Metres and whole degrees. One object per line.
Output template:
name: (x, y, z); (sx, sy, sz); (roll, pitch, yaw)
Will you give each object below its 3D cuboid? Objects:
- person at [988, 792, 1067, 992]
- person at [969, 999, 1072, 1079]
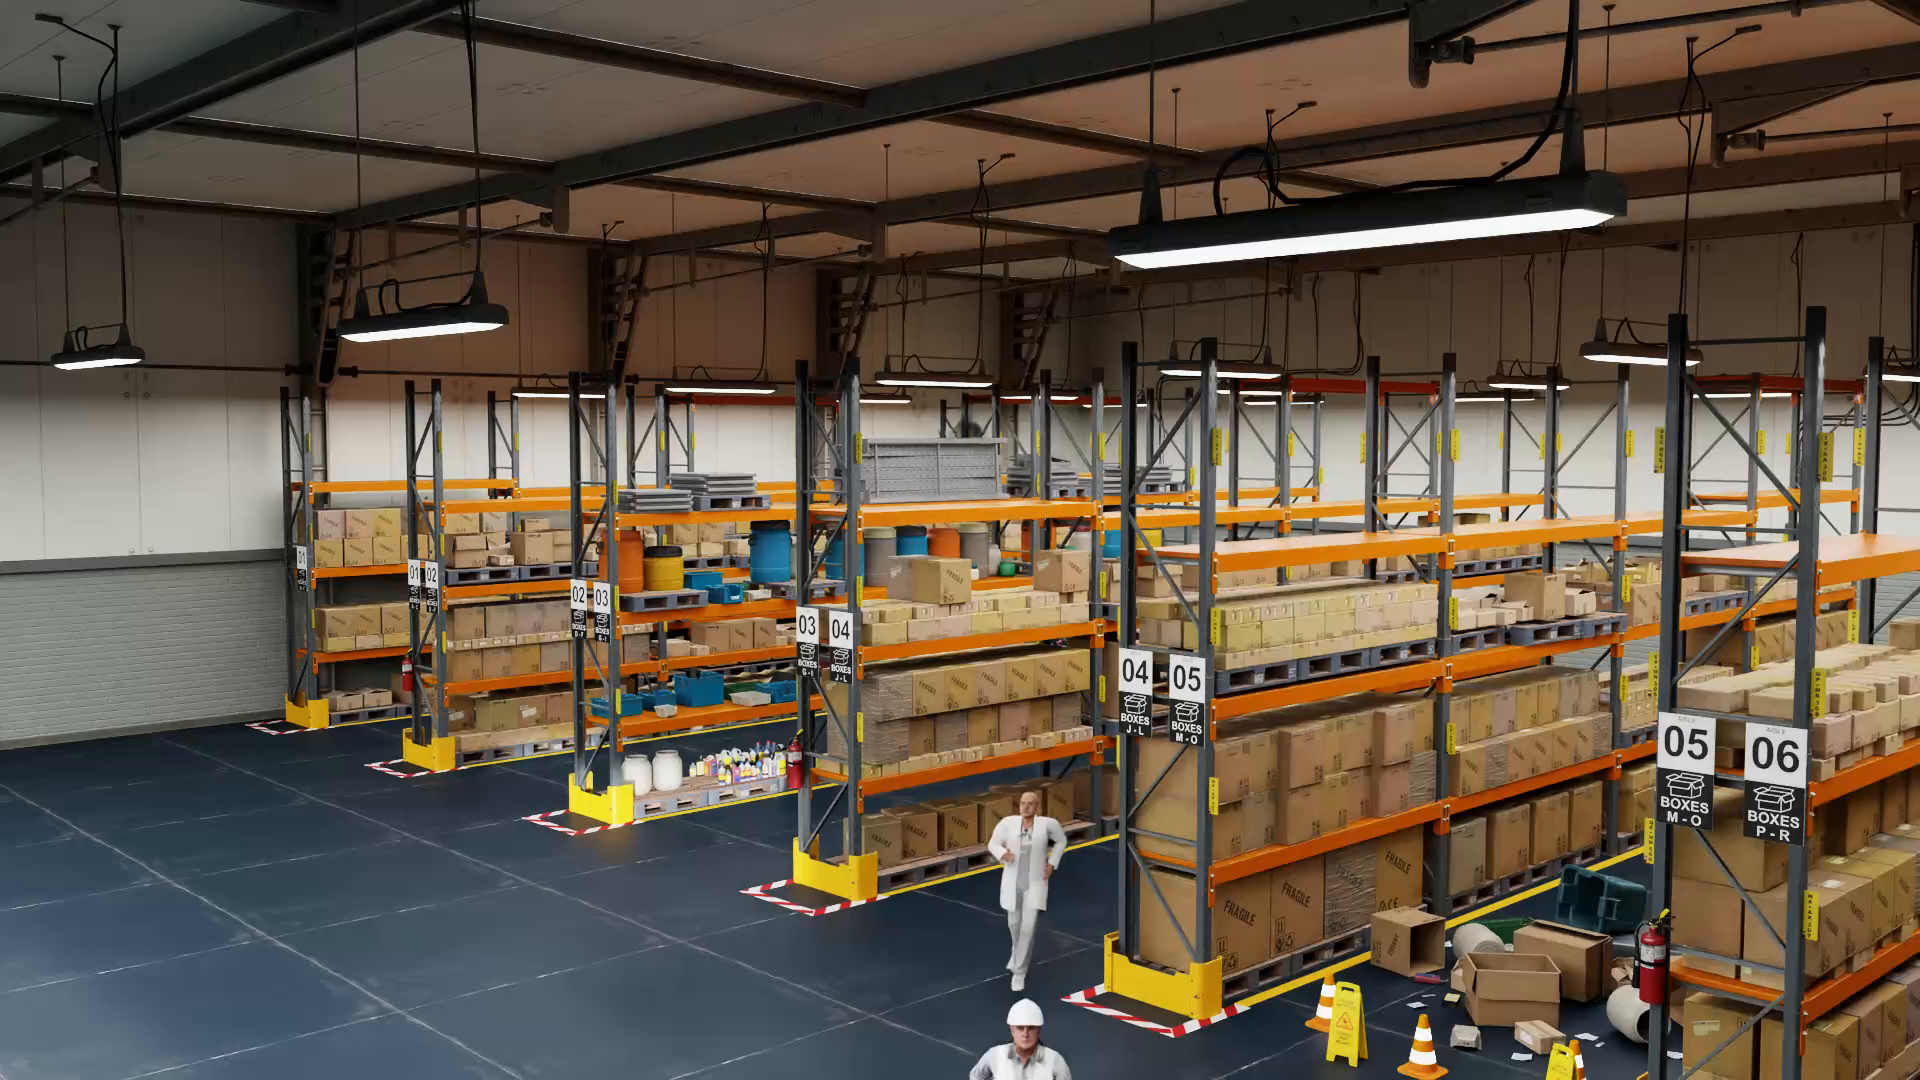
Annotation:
person: (0.627, 3.328, 15.730); (0.713, 1.770, 0.805); (1, 4, 14)
person: (0.376, 3.643, 9.910); (0.631, 1.835, 0.779); (0, 4, -1)
